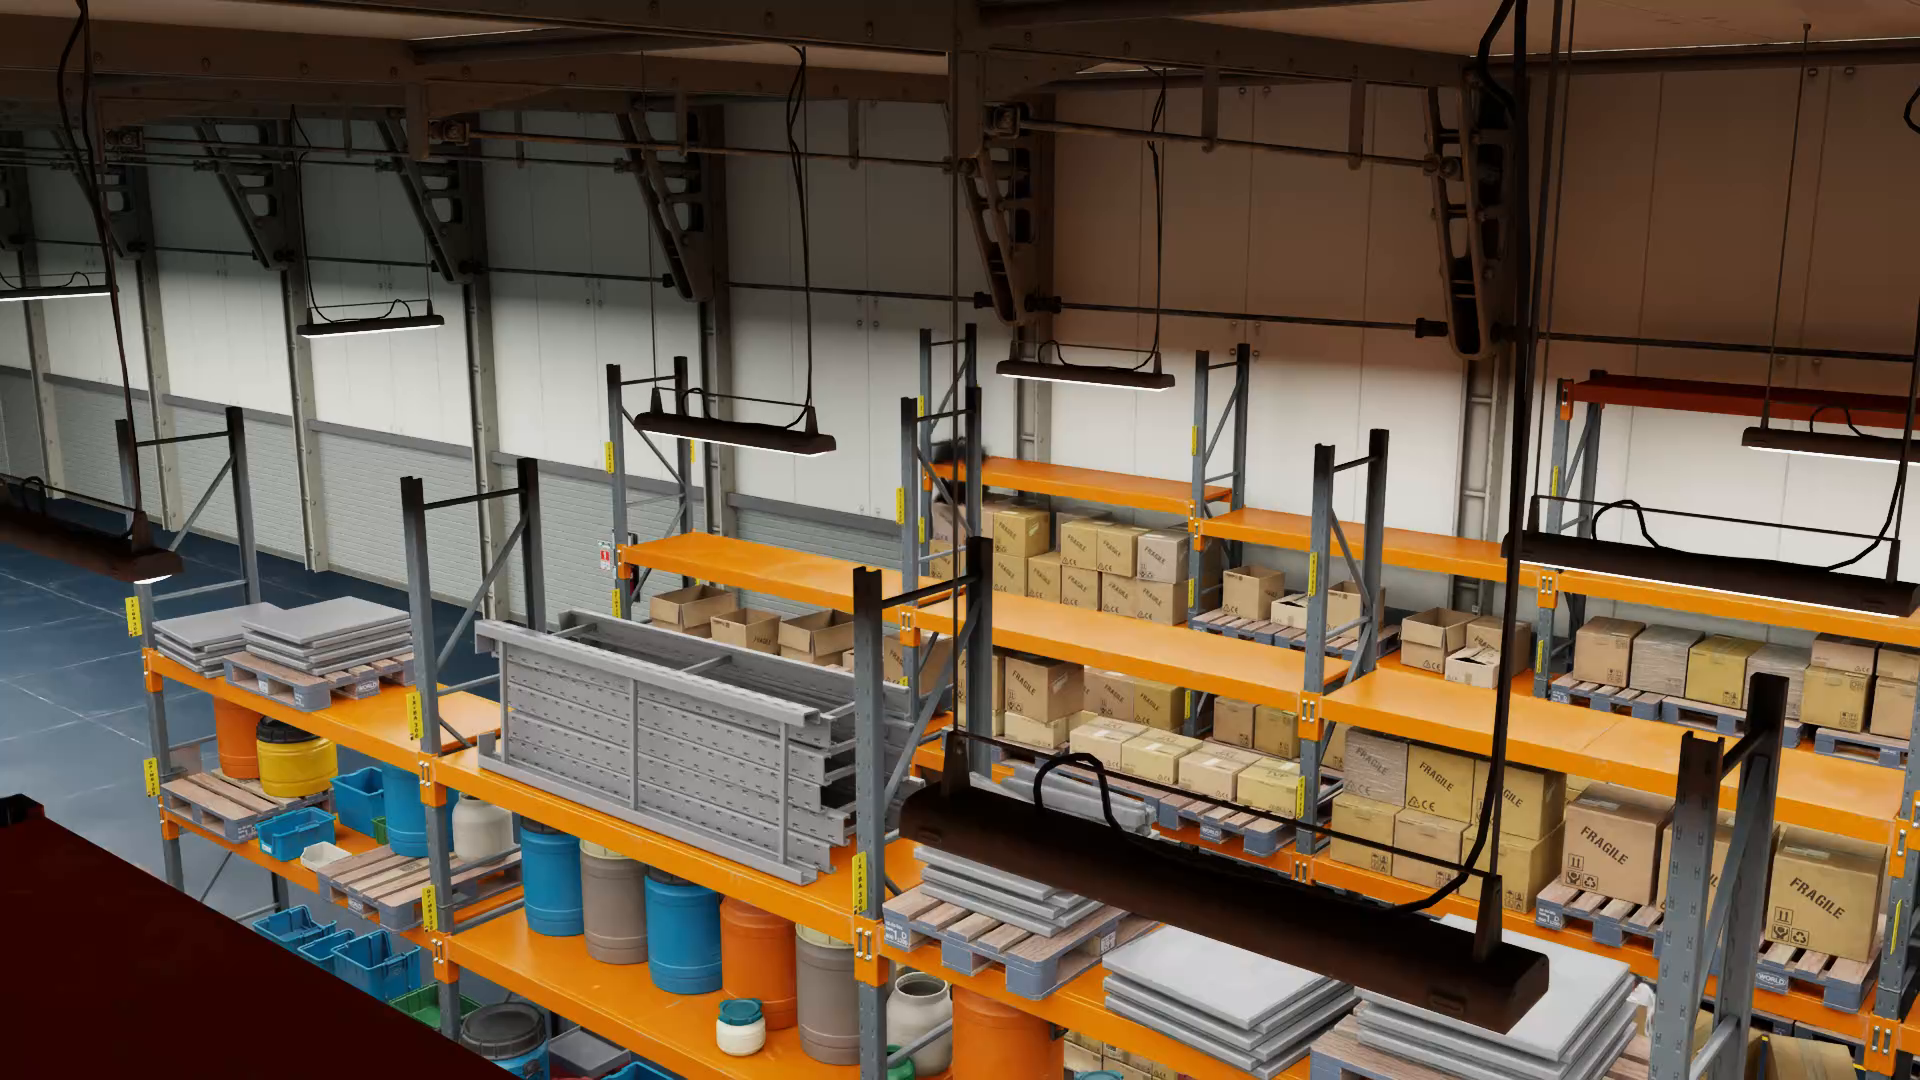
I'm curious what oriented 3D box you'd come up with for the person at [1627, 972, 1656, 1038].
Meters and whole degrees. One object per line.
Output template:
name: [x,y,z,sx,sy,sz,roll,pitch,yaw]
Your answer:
person: [5.460,4.229,13.599,0.592,1.744,0.677,11,17,40]
